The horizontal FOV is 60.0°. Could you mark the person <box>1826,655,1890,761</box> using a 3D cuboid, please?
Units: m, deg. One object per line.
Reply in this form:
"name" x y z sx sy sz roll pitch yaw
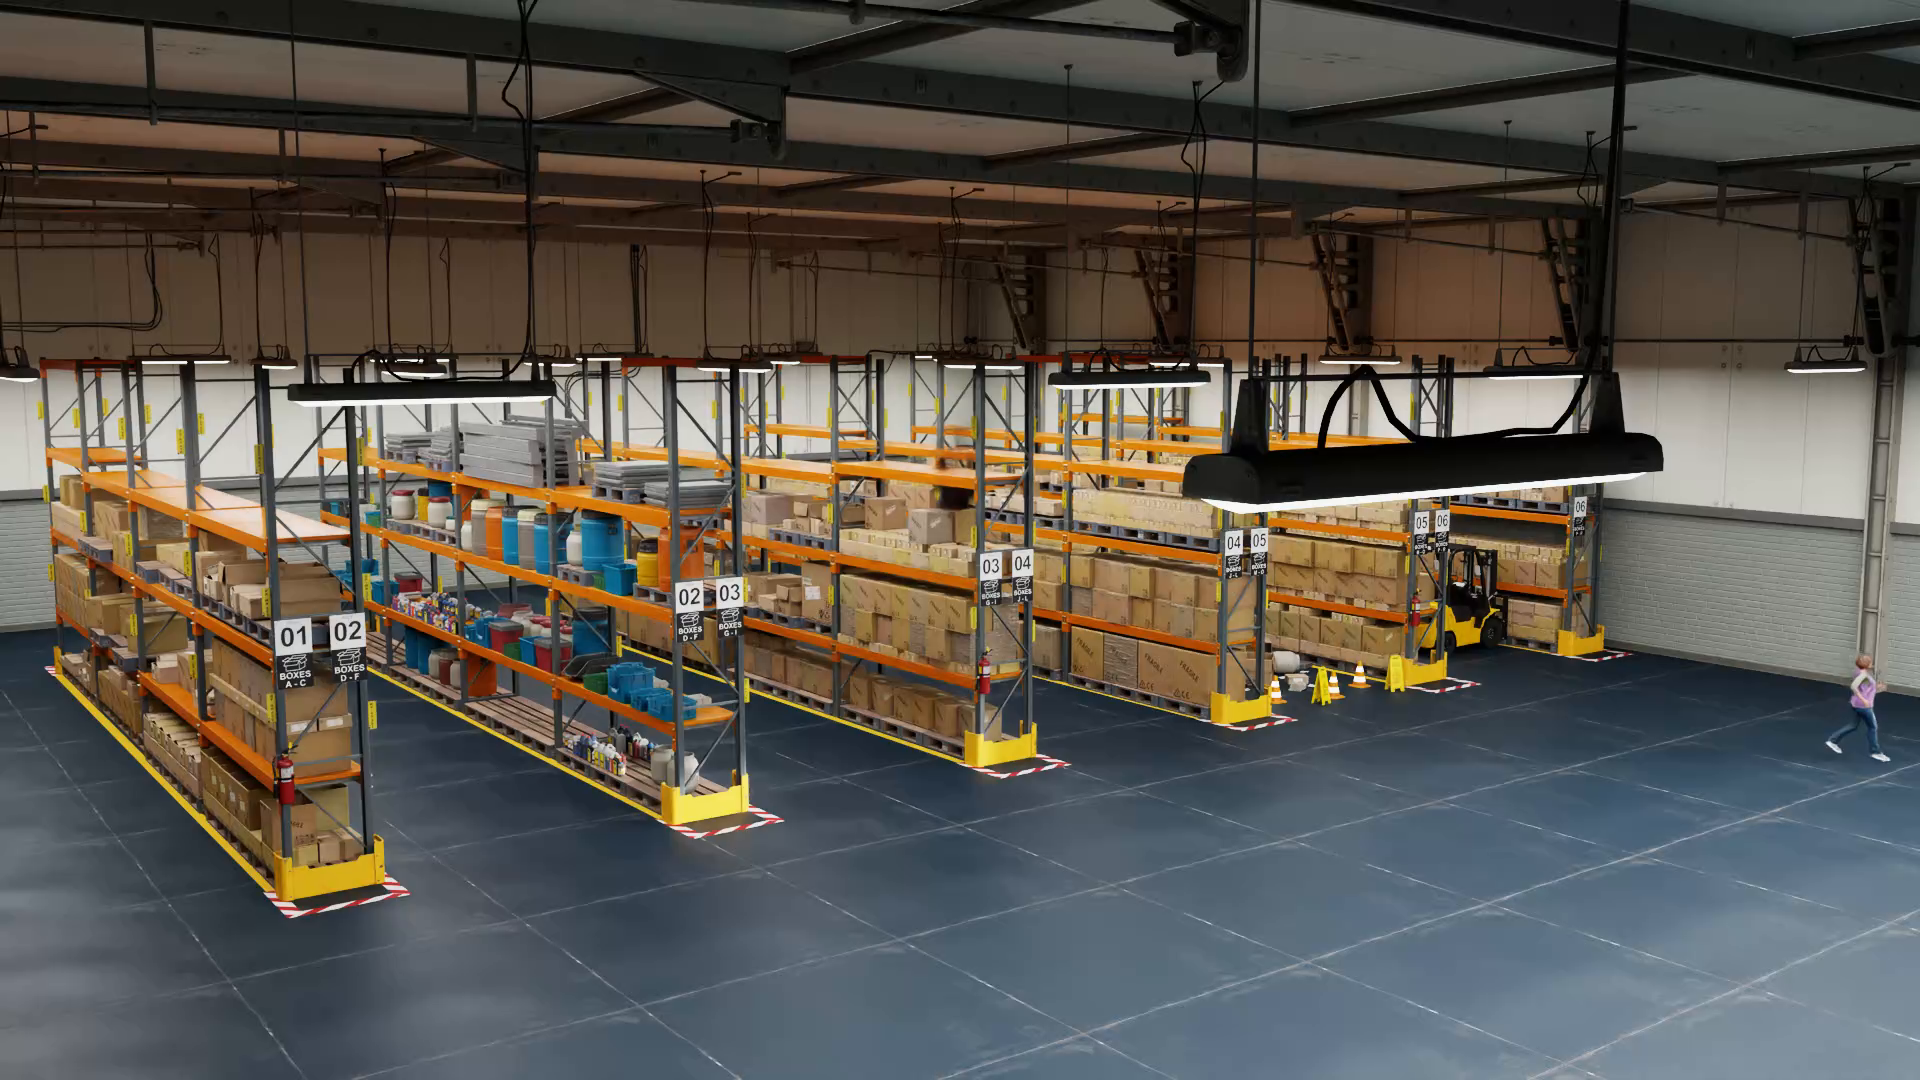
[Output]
"person" 13.571 2.514 25.045 0.879 1.594 0.532 1 7 12
